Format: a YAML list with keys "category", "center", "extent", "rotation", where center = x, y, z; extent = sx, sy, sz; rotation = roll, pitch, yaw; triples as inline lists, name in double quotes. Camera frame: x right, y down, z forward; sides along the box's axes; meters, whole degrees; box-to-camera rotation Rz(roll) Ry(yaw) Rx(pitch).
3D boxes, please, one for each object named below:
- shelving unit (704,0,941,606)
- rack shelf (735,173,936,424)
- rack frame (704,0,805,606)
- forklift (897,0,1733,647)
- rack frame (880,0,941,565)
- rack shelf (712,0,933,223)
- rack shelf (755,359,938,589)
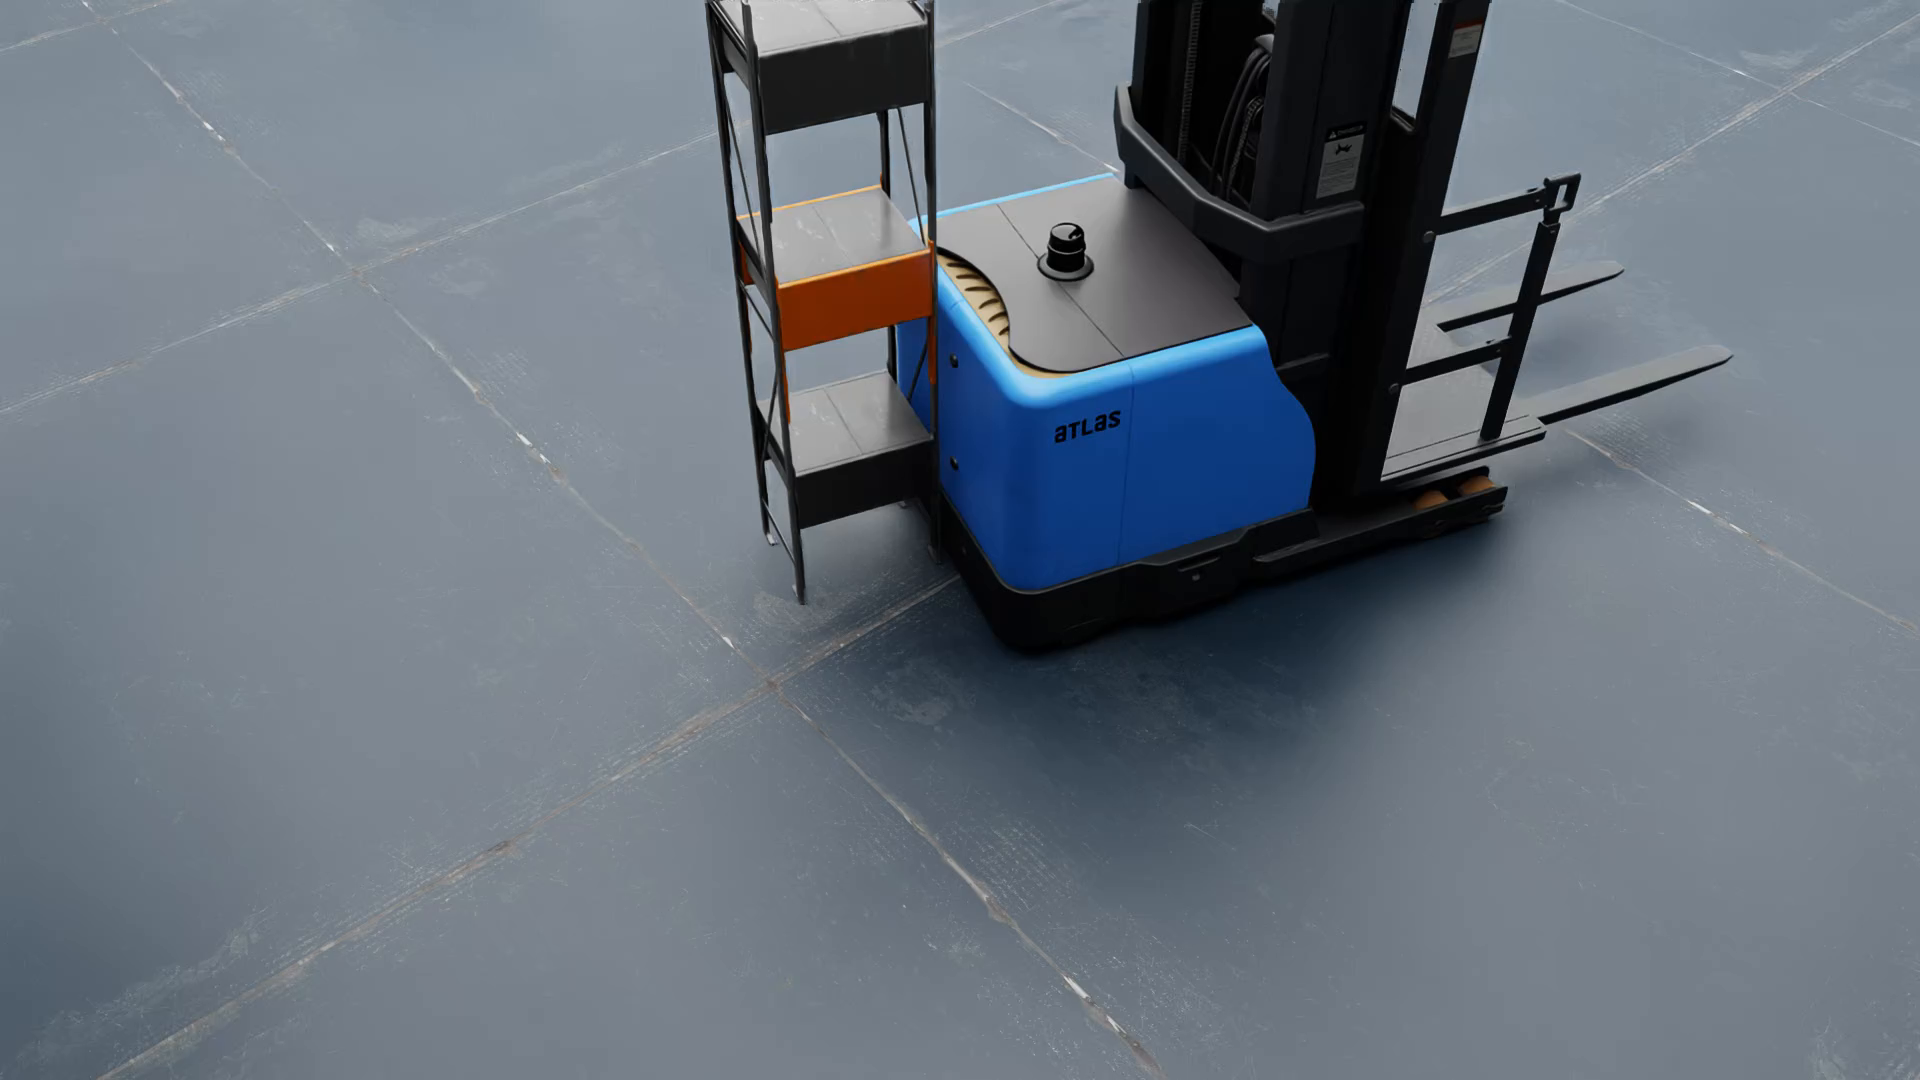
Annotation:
- category: "shelving unit"
  center: [-0.376, -0.741, 5.005]
  extent: [0.503, 2.100, 0.431]
  rotation: [-16, 46, -17]
- category: "rack shelf"
  center: [-0.376, -0.731, 5.015]
  extent: [0.480, 0.518, 0.431]
  rotation: [-16, 46, -17]
- category: "rack frame"
  center: [-0.600, -0.675, 4.935]
  extent: [0.015, 2.100, 0.400]
  rotation: [-16, 46, -17]
- category: "forklift"
  center: [1.343, -1.392, 5.091]
  extent: [3.031, 2.935, 1.130]
  rotation: [-16, 46, -17]
- category: "rack frame"
  center: [-0.152, -0.807, 5.076]
  extent: [0.015, 2.100, 0.400]
  rotation: [-16, 46, -17]
- category: "rack shelf"
  center: [-0.376, -1.241, 4.535]
  extent: [0.480, 0.518, 0.431]
  rotation: [-16, 46, -17]
- category: "rack shelf"
  center: [-0.376, -0.221, 5.494]
  extent: [0.480, 0.518, 0.431]
  rotation: [-16, 46, -17]
